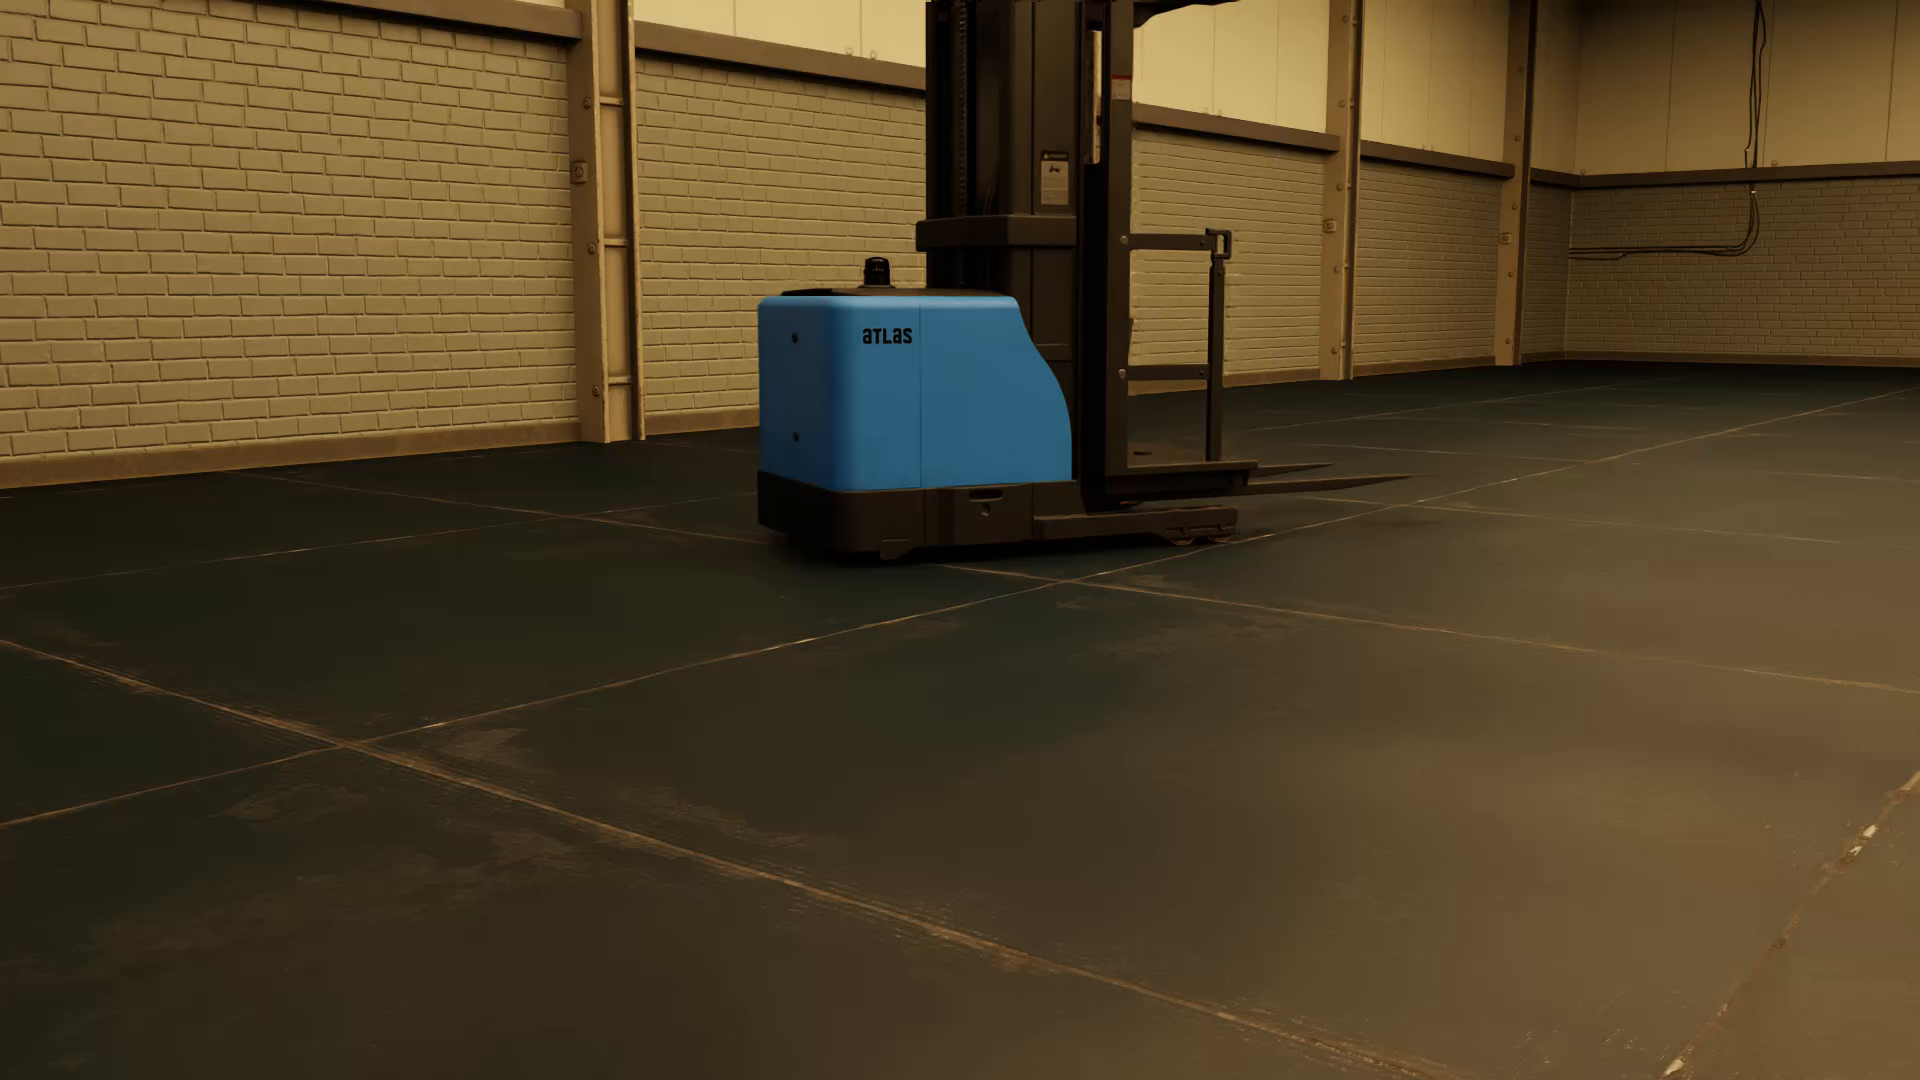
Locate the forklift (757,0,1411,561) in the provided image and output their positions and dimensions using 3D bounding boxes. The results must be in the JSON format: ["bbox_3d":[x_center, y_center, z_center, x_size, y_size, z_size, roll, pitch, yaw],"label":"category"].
[{"bbox_3d":[0.658,-1.488,7.449,3.031,2.935,1.130,-4,9,-25],"label":"forklift"}]

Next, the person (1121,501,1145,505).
[{"bbox_3d":[0.555,-0.940,8.970,0.687,1.459,1.218,-1,8,-6],"label":"person"}]
